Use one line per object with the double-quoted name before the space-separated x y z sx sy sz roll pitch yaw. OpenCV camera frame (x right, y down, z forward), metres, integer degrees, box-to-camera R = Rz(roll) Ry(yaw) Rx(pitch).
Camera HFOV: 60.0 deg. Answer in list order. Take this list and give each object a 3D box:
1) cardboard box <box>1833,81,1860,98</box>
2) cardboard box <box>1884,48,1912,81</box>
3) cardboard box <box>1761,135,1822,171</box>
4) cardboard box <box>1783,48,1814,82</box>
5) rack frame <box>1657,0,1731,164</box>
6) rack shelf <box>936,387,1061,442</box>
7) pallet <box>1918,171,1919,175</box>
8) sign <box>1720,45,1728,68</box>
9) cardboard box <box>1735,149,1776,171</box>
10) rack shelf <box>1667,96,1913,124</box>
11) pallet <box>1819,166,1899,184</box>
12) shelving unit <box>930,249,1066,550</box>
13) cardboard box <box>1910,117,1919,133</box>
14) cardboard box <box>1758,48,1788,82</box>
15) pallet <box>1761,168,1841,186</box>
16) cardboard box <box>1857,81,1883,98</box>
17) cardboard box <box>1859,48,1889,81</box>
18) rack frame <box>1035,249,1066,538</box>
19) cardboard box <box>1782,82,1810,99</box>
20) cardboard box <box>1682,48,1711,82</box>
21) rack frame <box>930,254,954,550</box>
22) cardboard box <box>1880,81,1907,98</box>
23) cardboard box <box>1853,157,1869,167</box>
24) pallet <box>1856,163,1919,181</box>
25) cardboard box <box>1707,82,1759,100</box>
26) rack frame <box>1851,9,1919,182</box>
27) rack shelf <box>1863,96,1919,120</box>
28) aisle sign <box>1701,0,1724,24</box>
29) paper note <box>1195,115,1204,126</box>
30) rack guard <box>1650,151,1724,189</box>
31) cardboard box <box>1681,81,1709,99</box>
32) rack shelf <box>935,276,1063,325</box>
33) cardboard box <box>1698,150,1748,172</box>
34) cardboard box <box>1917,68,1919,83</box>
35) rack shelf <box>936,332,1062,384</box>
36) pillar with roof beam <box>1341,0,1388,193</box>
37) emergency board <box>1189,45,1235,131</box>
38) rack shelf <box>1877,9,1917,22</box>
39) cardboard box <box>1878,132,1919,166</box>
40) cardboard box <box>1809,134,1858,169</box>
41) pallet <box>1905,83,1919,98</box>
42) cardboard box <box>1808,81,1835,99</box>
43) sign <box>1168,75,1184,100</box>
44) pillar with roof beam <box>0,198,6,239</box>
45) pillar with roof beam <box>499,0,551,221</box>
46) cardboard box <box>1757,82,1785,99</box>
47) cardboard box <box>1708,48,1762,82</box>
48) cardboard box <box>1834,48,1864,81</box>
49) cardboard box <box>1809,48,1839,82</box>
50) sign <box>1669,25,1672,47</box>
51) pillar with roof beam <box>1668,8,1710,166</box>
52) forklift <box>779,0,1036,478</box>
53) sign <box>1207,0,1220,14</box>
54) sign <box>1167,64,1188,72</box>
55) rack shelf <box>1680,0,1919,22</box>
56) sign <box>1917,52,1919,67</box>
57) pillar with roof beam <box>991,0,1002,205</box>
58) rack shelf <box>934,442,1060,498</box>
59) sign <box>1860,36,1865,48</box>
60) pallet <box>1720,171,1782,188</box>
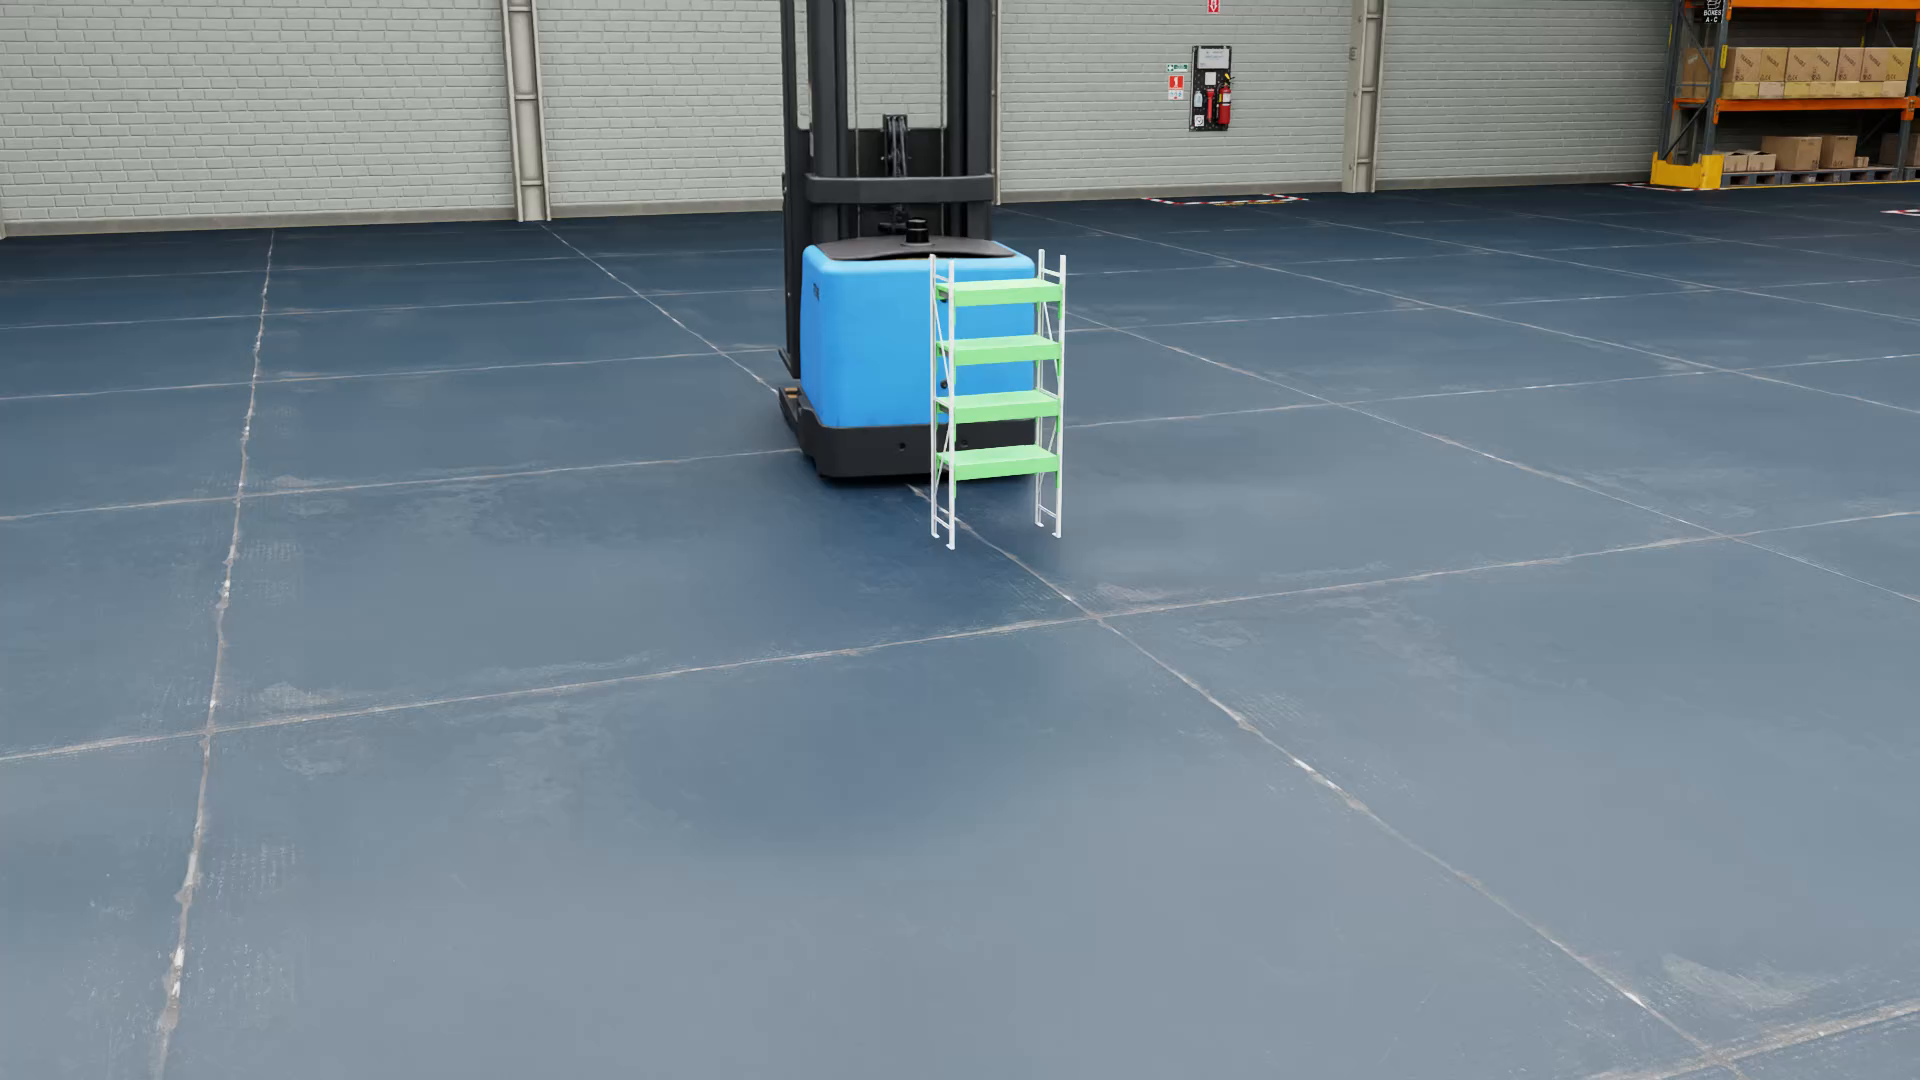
"cardboard box" 13.643 -7.039 25.974 0.500 0.250 0.500 -6 17 -20
"cardboard box" 14.578 -7.500 26.213 0.500 0.500 0.500 -6 17 -20
"cardboard box" 13.087 -6.104 26.216 0.500 0.500 0.700 -7 18 -24
"cardboard box" 12.677 -7.292 25.506 0.500 0.500 0.500 -7 18 -22
"rack frame" 11.174 -6.928 25.366 0.127 3.000 1.000 -6 17 -20
"rack shelf" 0.155 -0.531 7.004 0.480 0.148 0.258 -6 17 -20
"pallet" 16.776 -6.196 27.824 1.213 0.211 1.003 -6 17 -20
"sign" 11.368 -7.201 24.758 0.005 0.325 0.100 -6 17 -20
"cardboard box" 12.384 -5.952 26.036 0.500 0.311 0.500 -5 17 -15
"rack shelf" 13.041 -6.784 26.154 4.000 0.370 1.077 -6 17 -20
"pallet" 14.294 -5.916 26.870 1.213 0.211 1.003 -6 17 -20
"shelving unit" 0.155 -0.592 6.986 0.503 1.200 0.258 -6 17 -20
"cardboard box" 16.000 -6.827 27.346 0.500 0.250 0.500 -7 18 -21
"cardboard box" 12.192 -7.242 25.334 0.500 0.500 0.500 -6 17 -20
"pallet" 13.153 -5.792 26.448 1.213 0.211 1.003 -6 17 -20
"cardboard box" 14.107 -7.093 26.160 0.500 0.250 0.500 -6 17 -20
"cardboard box" 14.114 -7.448 26.036 0.500 0.500 0.500 -6 17 -20
"rack frame" 0.382 -0.617 7.070 0.015 1.200 0.240 -6 17 -20
"cardboard box" 12.701 -6.937 25.628 0.500 0.250 0.500 -6 18 -21
"cardboard box" 11.538 -7.329 25.631 0.500 0.500 0.500 -6 18 -21
"rack frame" -0.073 -0.568 6.902 0.015 1.200 0.240 -6 17 -20
"cardboard box" 14.575 -7.141 26.324 0.500 0.250 0.500 -6 17 -20
"cardboard box" 14.420 -6.121 26.866 0.250 0.166 0.380 -9 18 -27
"pallet" 15.635 -6.072 27.401 1.213 0.211 1.003 -6 17 -20
"cardboard box" 11.743 -6.831 25.268 0.500 0.250 0.500 -7 18 -22
"rack frame" 14.909 -7.331 26.740 0.127 3.000 1.000 -6 17 -20
"rack shelf" 16.776 -7.188 27.528 4.000 0.370 1.077 -6 17 -20
"aisle sign" 11.214 -8.089 24.707 0.004 0.787 0.394 -6 17 -20
"paper note" 3.404 -5.960 23.633 0.142 0.148 0.016 -6 17 -20
"rack guard" 11.245 -5.736 25.745 0.348 0.500 1.175 -6 17 -20
"cardboard box" 11.541 -6.964 25.719 0.500 0.250 0.500 -6 17 -19
"rack shelf" 0.155 -0.992 6.869 0.480 0.148 0.258 -6 17 -20
"cardboard box" 11.852 -5.895 25.840 0.500 0.311 0.500 -8 18 -26
"cardboard box" 15.396 -7.633 26.808 0.500 0.500 0.700 -6 17 -20
"rack shelf" 0.155 -0.761 6.936 0.480 0.148 0.258 -6 17 -20
"pillar with roof beam" 7.456 -8.367 19.619 0.400 9.000 9.100 -6 17 -20
"emergency board" 3.594 -6.382 23.508 0.643 1.169 0.194 -6 17 -20
"rack shelf" 16.776 -8.627 27.105 4.000 0.370 1.077 -6 17 -20
"cardboard box" 15.590 -6.422 27.298 0.500 0.500 0.700 -6 17 -18
"cardboard box" 13.954 -6.228 26.638 0.500 0.500 0.500 -8 18 -24
"pallet" 15.675 -7.278 26.899 1.213 0.211 1.003 -6 17 -20
"cardboard box" 13.173 -6.988 25.800 0.500 0.250 0.500 -6 17 -20
"sign" 3.041 -6.371 23.405 0.234 0.329 0.001 -6 17 -20
"pillar with roof beam" -9.353 -6.552 13.440 0.400 9.000 9.100 -6 17 -20
"pillar with roof beam" -3.750 -7.157 15.499 0.400 9.000 9.100 -6 17 -20
"cardboard box" 12.223 -6.887 25.459 0.500 0.250 0.500 -7 18 -22
"cardboard box" 11.727 -7.194 25.174 0.500 0.500 0.500 -6 17 -20
"cardboard box" 13.640 -7.400 25.873 0.500 0.500 0.500 -7 18 -22
"cardboard box" 13.155 -7.347 25.694 0.500 0.500 0.500 -6 17 -18
"sign" 10.994 -7.783 25.663 0.005 0.325 0.100 -6 17 -20
"pillar with roof beam" 13.058 -8.972 21.679 0.400 9.000 9.100 -6 17 -20
"forklift" -0.423 -2.074 8.957 1.130 2.935 3.031 -3 17 -11
"sign" 3.551 -7.520 23.267 0.199 0.298 0.001 -6 17 -20
"sign" 3.048 -6.623 23.324 0.331 0.109 0.001 -6 17 -20
"rack shelf" 13.041 -8.224 25.732 4.000 0.370 1.077 -6 17 -20
"sign" 15.110 -7.605 26.134 0.005 0.325 0.100 -6 17 -20
"pillar with roof beam" 1.853 -7.762 17.559 0.400 9.000 9.100 -6 17 -20
"rack shelf" 0.155 -0.301 7.072 0.480 0.148 0.258 -6 17 -20
"sign" 14.707 -8.032 27.073 0.005 0.325 0.100 -6 17 -20
"pallet" 12.016 -5.670 26.033 1.213 0.211 1.003 -6 17 -20
